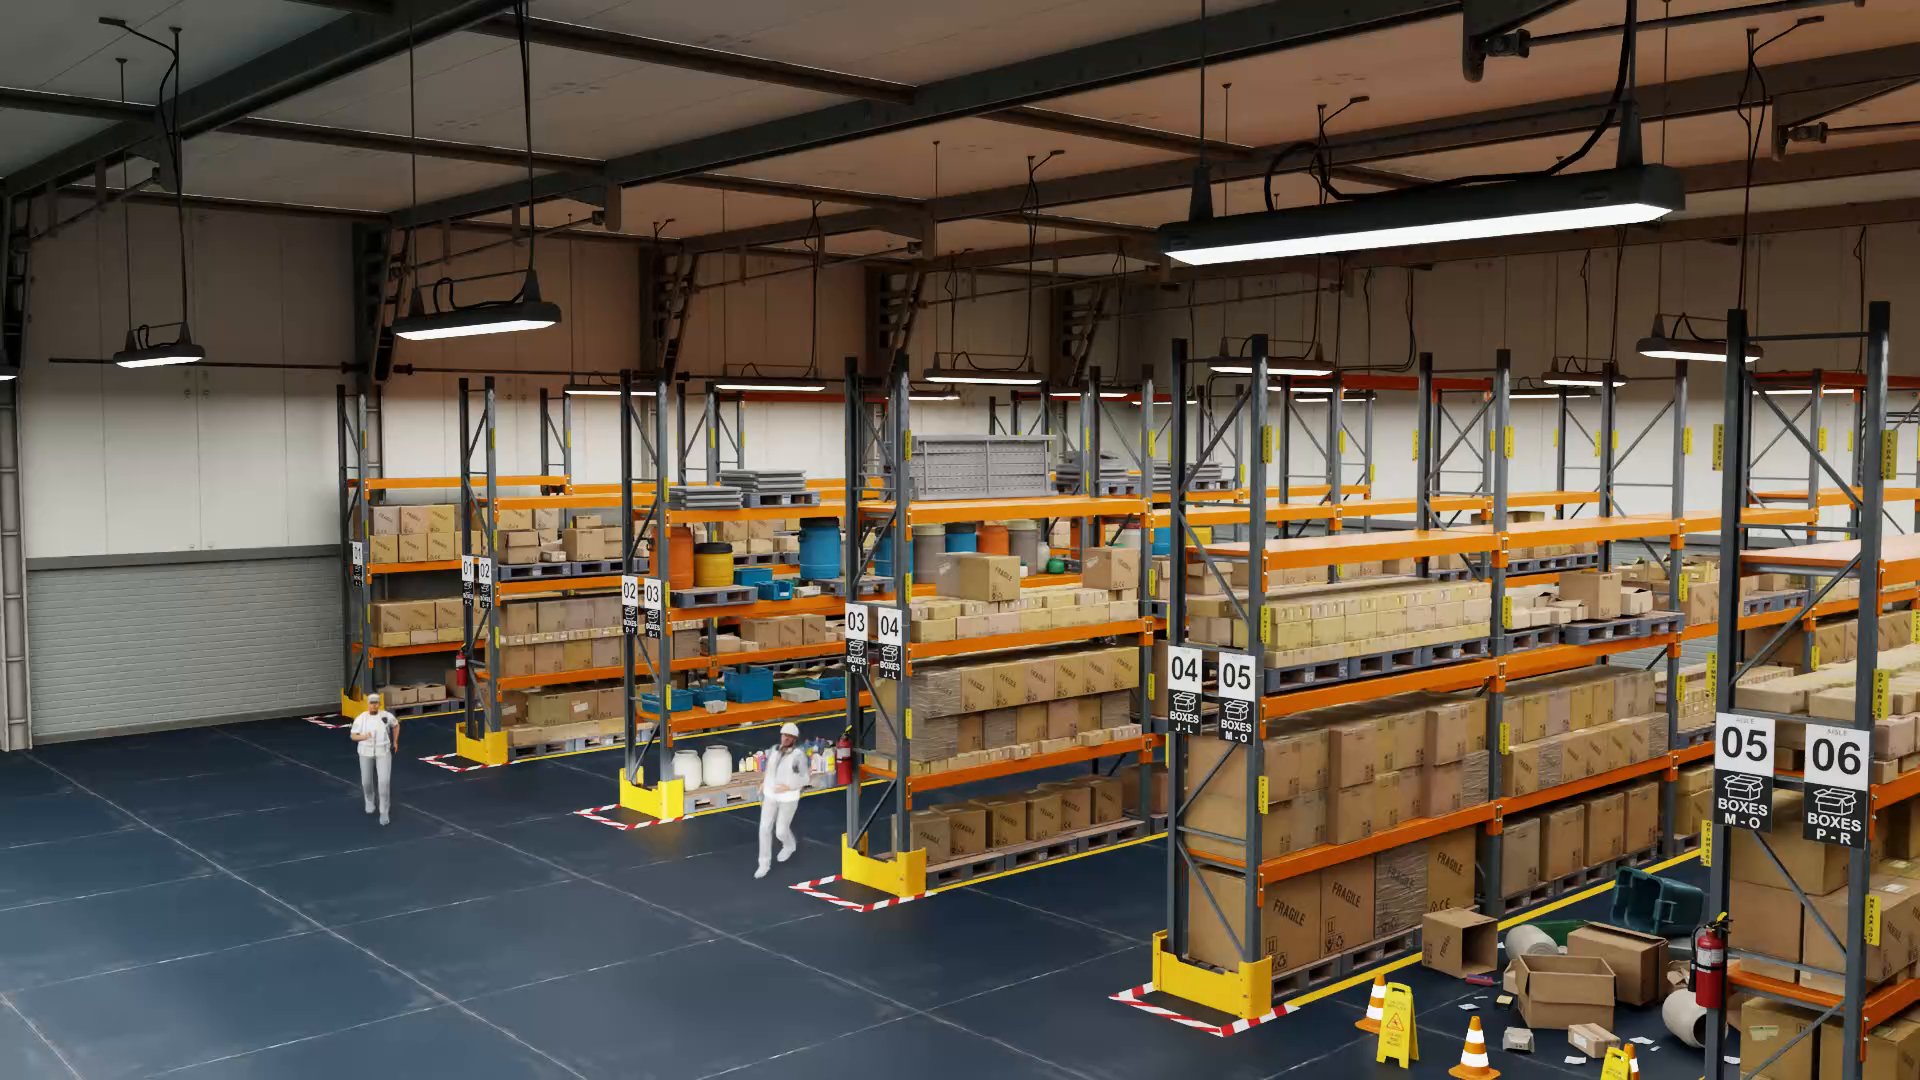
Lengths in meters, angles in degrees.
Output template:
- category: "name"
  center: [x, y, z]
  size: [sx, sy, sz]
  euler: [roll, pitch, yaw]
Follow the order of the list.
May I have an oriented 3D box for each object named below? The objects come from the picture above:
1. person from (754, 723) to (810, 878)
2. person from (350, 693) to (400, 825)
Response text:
- category: "person"
  center: [-2.040, 3.015, 19.478]
  size: [0.669, 1.771, 0.819]
  euler: [1, 4, 21]
- category: "person"
  center: [-7.756, 2.863, 22.062]
  size: [0.609, 1.668, 0.925]
  euler: [-1, 4, -17]
